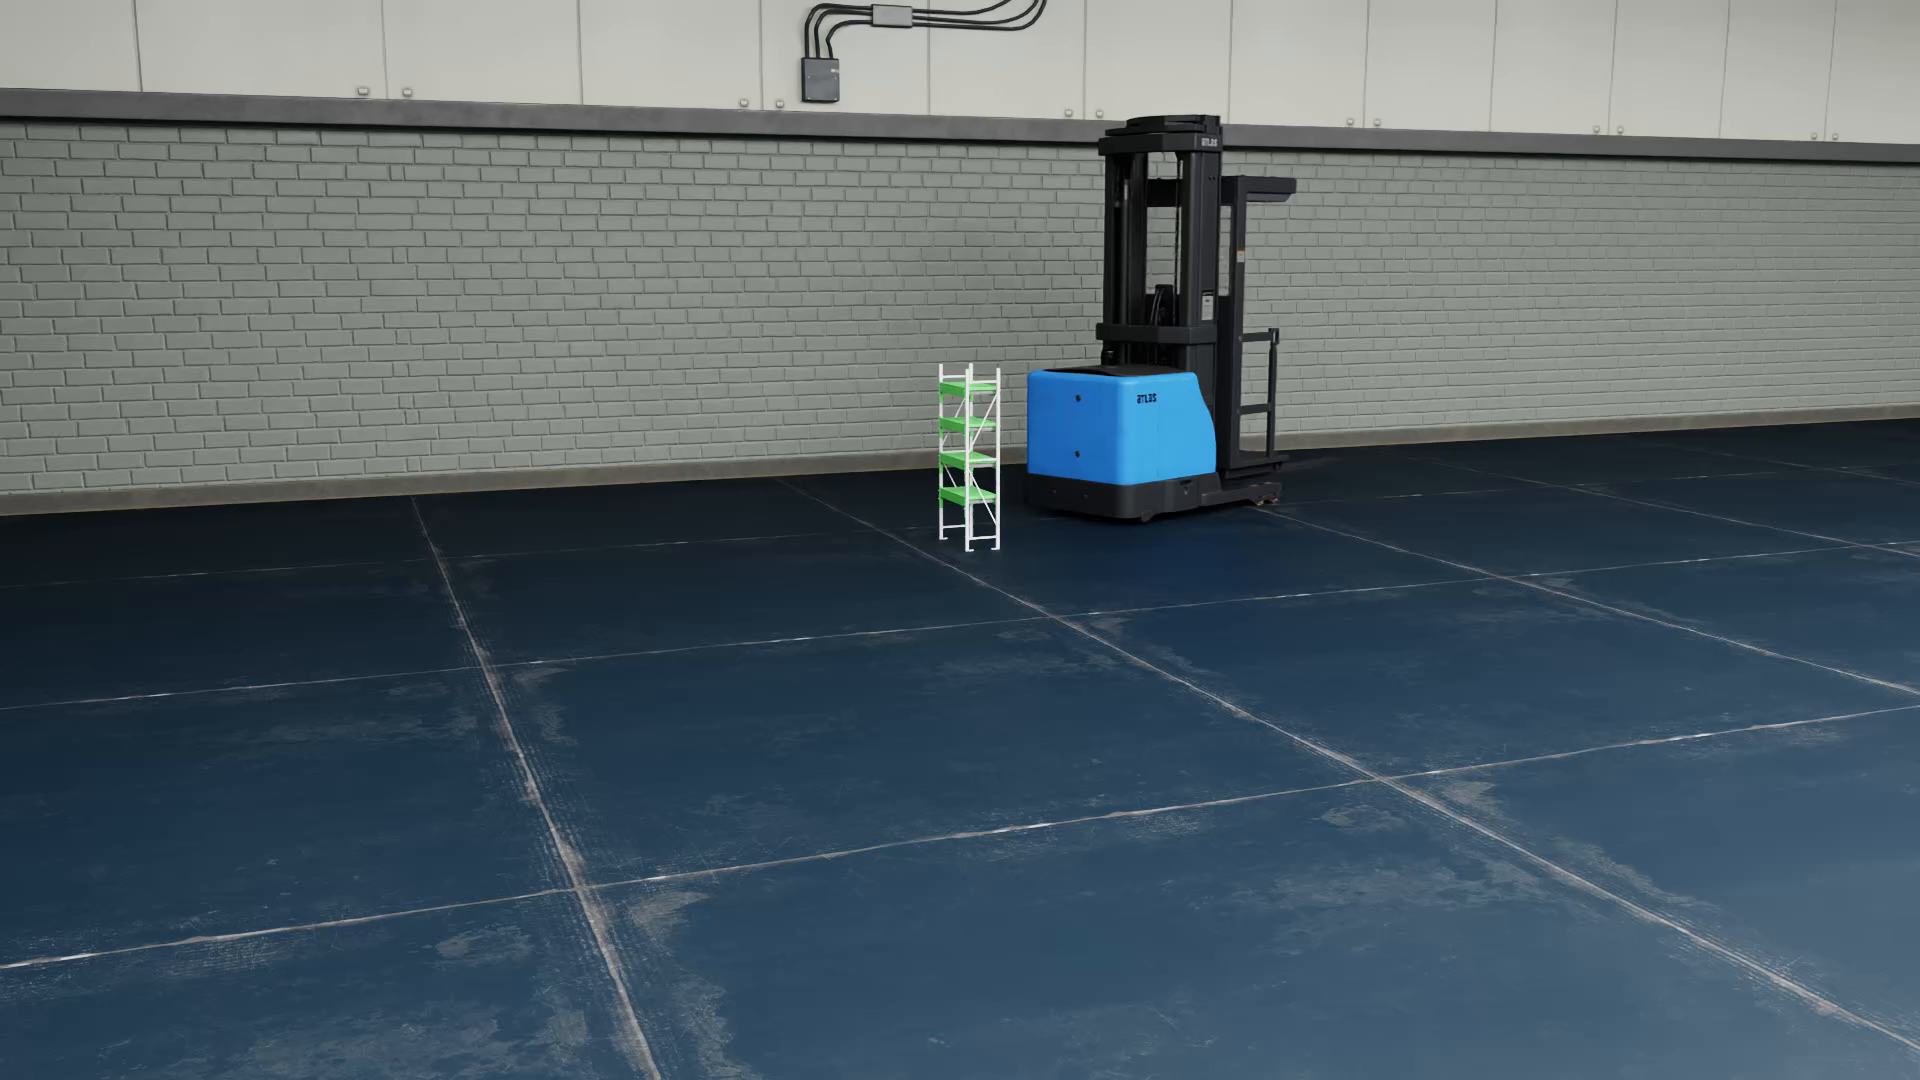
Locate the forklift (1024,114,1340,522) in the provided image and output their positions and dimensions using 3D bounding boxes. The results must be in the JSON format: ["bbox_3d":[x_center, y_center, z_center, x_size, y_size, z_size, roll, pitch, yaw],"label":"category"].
[{"bbox_3d":[1.891,-1.767,12.987,3.031,2.935,1.130,-10,14,-44],"label":"forklift"}]

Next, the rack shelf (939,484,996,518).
[{"bbox_3d":[0.060,-0.265,11.216,0.258,0.148,0.480,-4,11,-21],"label":"rack shelf"}]

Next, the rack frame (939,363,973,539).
[{"bbox_3d":[-0.028,-0.604,11.387,0.240,1.200,0.015,-4,11,-21],"label":"rack frame"}]

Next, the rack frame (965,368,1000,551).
[{"bbox_3d":[0.148,-0.524,10.939,0.240,1.200,0.015,-4,11,-21],"label":"rack frame"}]

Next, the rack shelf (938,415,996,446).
[{"bbox_3d":[0.060,-0.737,11.132,0.258,0.148,0.480,-4,11,-21],"label":"rack shelf"}]

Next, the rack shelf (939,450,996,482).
[{"bbox_3d":[0.060,-0.501,11.174,0.258,0.148,0.480,-4,11,-21],"label":"rack shelf"}]

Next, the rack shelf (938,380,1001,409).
[{"bbox_3d":[0.060,-0.973,11.090,0.258,0.148,0.480,-4,11,-21],"label":"rack shelf"}]

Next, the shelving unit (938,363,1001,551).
[{"bbox_3d":[0.060,-0.564,11.163,0.258,1.200,0.503,-4,11,-21],"label":"shelving unit"}]

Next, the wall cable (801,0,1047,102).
[{"bbox_3d":[-0.245,-6.749,13.955,2.305,6.003,0.169,-4,11,-21],"label":"wall cable"}]
